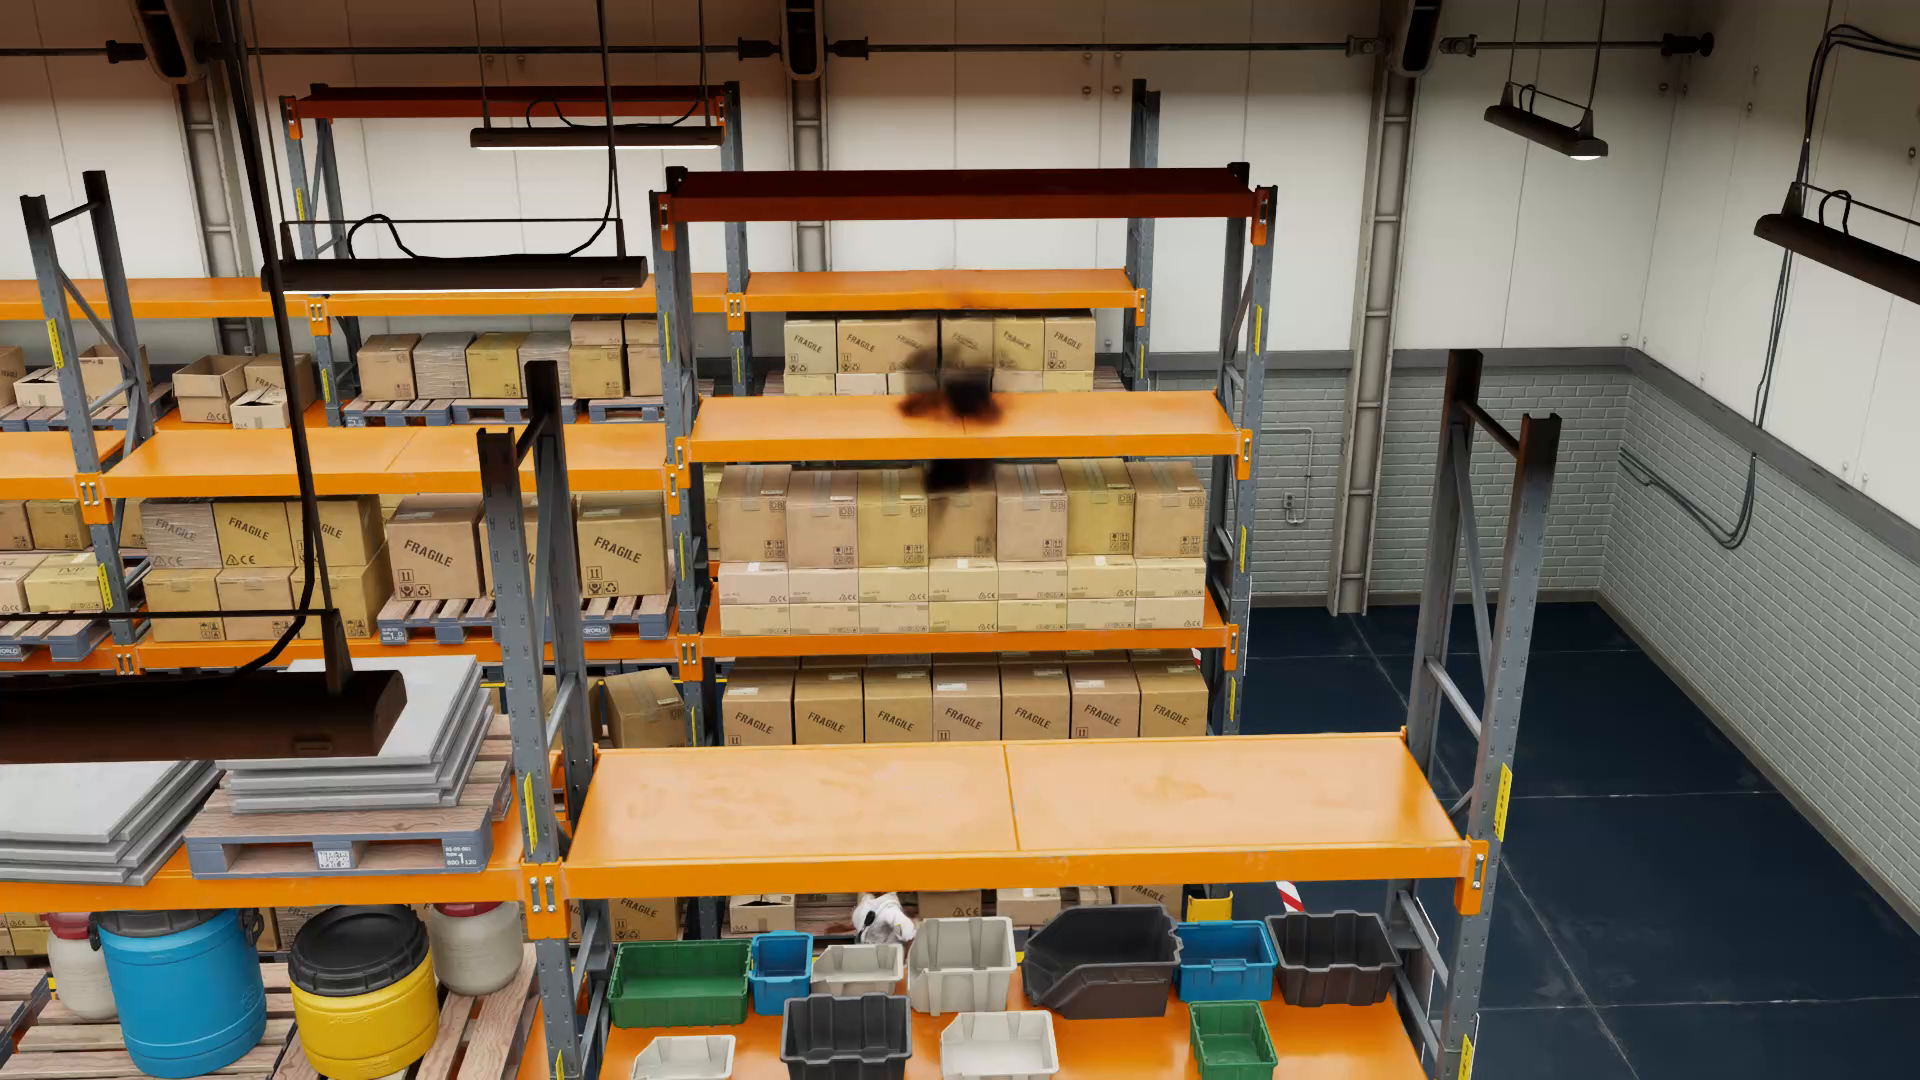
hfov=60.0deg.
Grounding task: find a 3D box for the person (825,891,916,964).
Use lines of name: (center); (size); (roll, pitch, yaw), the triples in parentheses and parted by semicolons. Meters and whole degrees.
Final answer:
person: (-0.581, 2.929, 11.368); (0.659, 1.728, 0.555); (-3, 22, -7)
